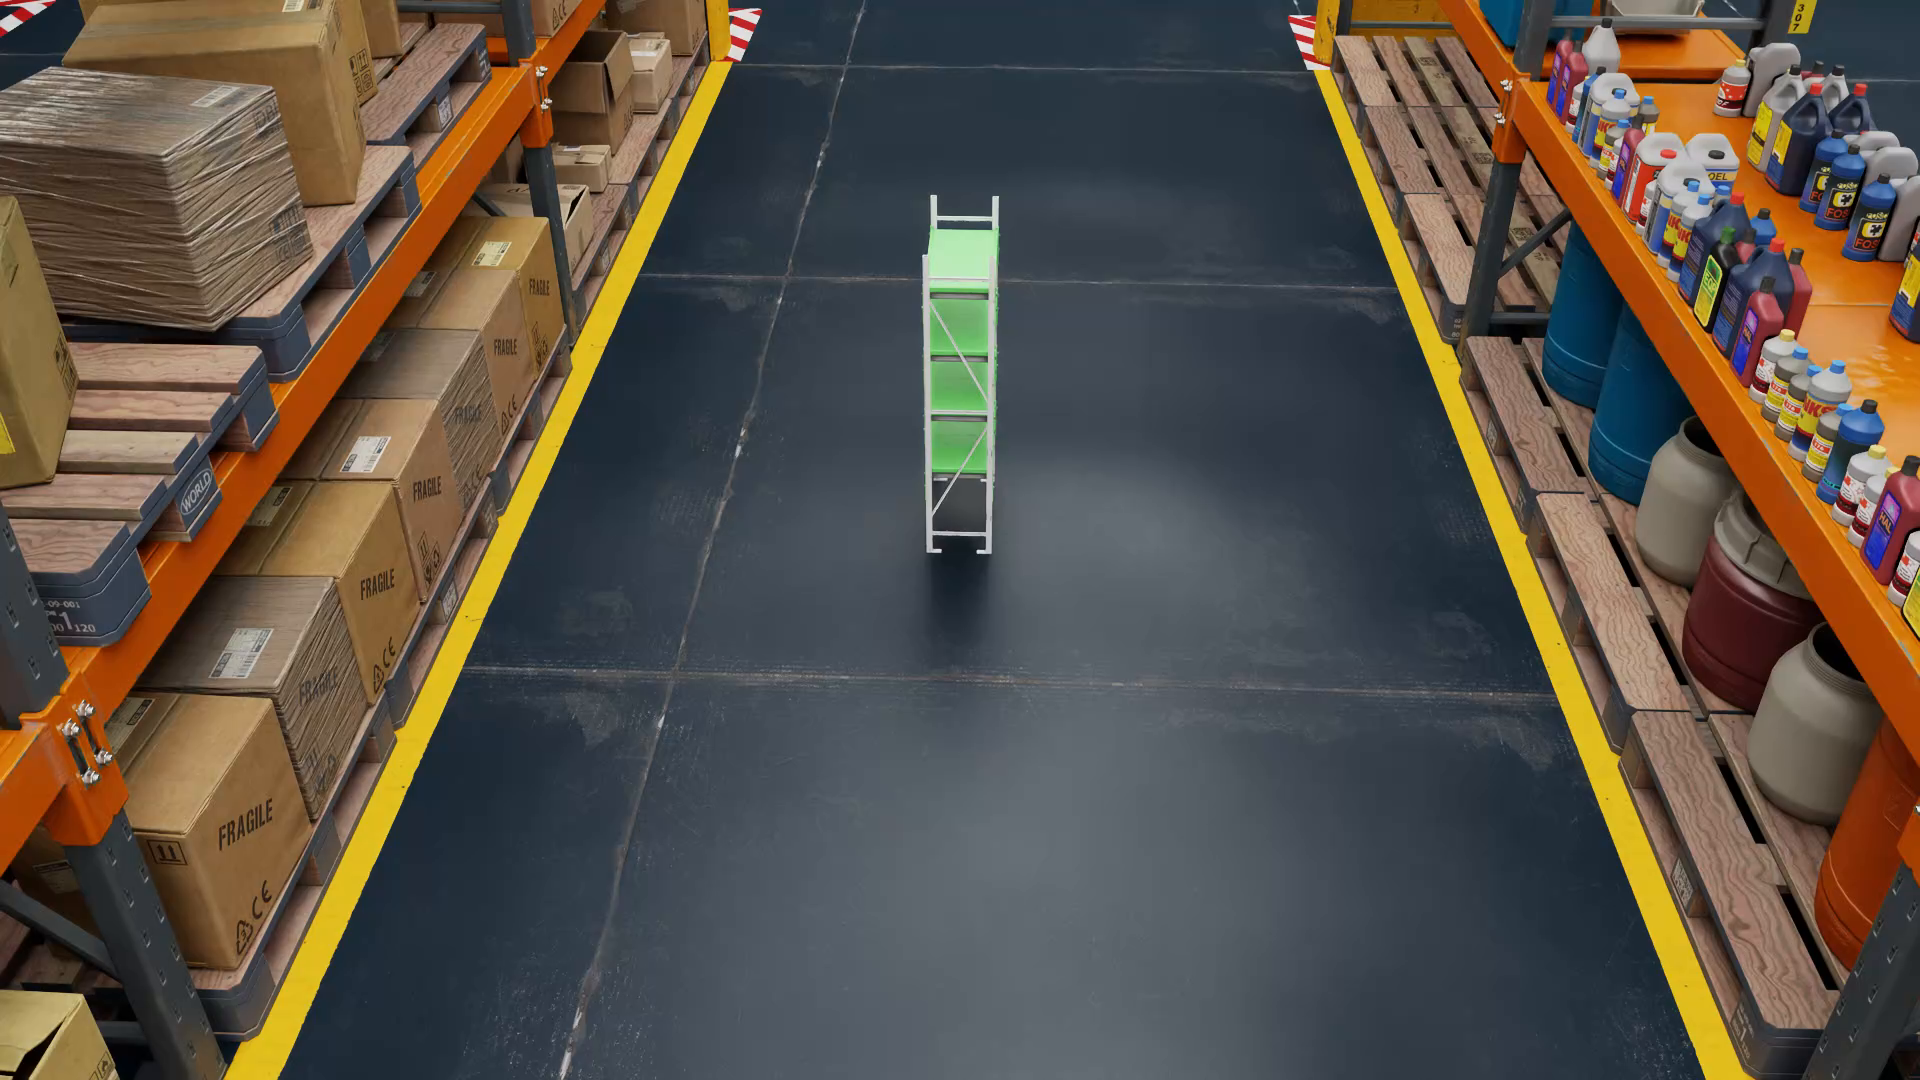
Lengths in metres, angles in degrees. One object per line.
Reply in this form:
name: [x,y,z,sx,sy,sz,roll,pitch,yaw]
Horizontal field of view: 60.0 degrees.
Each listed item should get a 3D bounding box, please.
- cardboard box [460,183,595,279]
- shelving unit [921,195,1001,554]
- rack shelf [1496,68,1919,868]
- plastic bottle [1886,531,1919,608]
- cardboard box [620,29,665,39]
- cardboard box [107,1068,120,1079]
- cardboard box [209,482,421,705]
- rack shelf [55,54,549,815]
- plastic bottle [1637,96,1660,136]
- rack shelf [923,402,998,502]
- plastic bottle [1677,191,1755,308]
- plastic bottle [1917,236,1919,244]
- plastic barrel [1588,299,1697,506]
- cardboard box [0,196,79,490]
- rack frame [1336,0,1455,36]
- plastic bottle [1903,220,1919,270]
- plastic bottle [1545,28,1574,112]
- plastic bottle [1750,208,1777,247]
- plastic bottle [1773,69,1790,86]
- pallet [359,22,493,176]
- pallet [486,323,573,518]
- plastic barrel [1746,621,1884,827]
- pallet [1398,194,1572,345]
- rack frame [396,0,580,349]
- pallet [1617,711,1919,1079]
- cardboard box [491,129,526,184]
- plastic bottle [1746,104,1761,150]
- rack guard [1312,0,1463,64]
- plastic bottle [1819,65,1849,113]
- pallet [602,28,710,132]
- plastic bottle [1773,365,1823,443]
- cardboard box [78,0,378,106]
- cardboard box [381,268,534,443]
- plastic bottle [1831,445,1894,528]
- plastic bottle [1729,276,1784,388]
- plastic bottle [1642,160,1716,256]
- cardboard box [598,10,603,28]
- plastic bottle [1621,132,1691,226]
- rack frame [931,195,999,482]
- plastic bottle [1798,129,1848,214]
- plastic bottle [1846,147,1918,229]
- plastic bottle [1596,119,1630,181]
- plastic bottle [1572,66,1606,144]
cardboard box: [-2.001,-1.450,7.661,0.500,0.311,0.500,1,35,2]
shelving unit: [0.007,-0.586,6.040,0.258,1.200,0.503,1,35,2]
rack shelf: [2.635,-0.574,5.084,1.077,0.370,4.000,1,35,2]
plastic bottle: [2.167,0.054,3.738,0.097,0.201,0.097,0,35,0]
cardboard box: [-1.956,-2.904,9.855,0.380,0.166,0.250,1,35,2]
cardboard box: [-2.172,1.425,3.640,0.500,0.250,0.500,2,35,3]
cardboard box: [-2.051,0.163,5.201,0.500,0.500,0.500,1,35,1]
rack shelf: [-2.315,-0.691,5.250,1.077,0.370,4.000,1,35,2]
plastic bottle: [2.426,-1.477,5.915,0.097,0.201,0.097,0,35,0]
rack shelf: [0.007,-0.337,6.215,0.258,0.148,0.480,1,35,2]
plastic bottle: [2.251,-0.871,4.924,0.144,0.351,0.185,1,35,2]
plastic bottle: [2.929,-0.878,5.003,0.097,0.271,0.097,0,35,0]
plastic barrel: [2.648,-0.612,5.972,0.600,0.901,0.708,1,35,2]
cardboard box: [-2.482,-0.413,3.777,0.700,0.500,0.500,-10,36,-14]
rack frame: [2.876,-4.316,9.782,1.000,3.000,0.127,1,35,2]
plastic bottle: [2.995,-0.925,5.130,0.097,0.201,0.097,0,35,0]
plastic bottle: [2.274,-1.769,6.260,0.061,0.283,0.133,1,35,2]
plastic bottle: [2.373,-0.861,4.979,0.097,0.271,0.097,0,35,0]
plastic bottle: [3.045,-1.635,6.141,0.097,0.201,0.097,0,35,0]
pallet: [-2.376,-1.599,6.083,1.003,0.211,1.213,1,35,2]
pallet: [-2.229,-0.525,6.813,1.003,0.211,1.213,1,35,2]
plastic barrel: [2.490,0.519,4.702,0.421,0.512,0.421,0,35,0]
pallet: [2.706,-1.300,7.916,1.003,0.211,1.213,1,35,2]
rack frame: [-2.234,-2.134,6.678,1.000,3.000,0.127,1,35,2]
pallet: [2.544,0.968,4.690,1.003,0.211,1.213,1,35,2]
cardboard box: [-2.465,-1.979,8.413,0.500,0.311,0.500,1,35,2]
plastic bottle: [2.882,-1.485,5.927,0.097,0.201,0.097,0,35,0]
rack guard: [2.863,-3.307,10.521,1.175,0.500,0.348,1,35,2]
plastic bottle: [3.005,-1.462,5.764,0.144,0.351,0.185,1,35,2]
pallet: [-2.108,-2.789,10.036,1.003,0.211,1.213,1,35,2]
plastic bottle: [2.196,-0.358,4.324,0.097,0.201,0.097,0,35,0]
cardboard box: [-2.441,-1.683,5.584,0.700,0.500,0.500,7,36,9]
cardboard box: [-1.996,-0.717,6.453,0.500,0.500,0.500,1,35,2]
plastic bottle: [2.180,-0.135,4.006,0.097,0.201,0.097,0,35,0]
plastic bottle: [2.190,-0.571,4.555,0.061,0.283,0.133,1,35,2]
plastic bottle: [2.269,-1.044,5.235,0.152,0.276,0.135,1,35,2]
cardboard box: [-2.434,-3.213,10.310,0.380,0.149,0.250,1,35,2]
plastic bottle: [2.278,-1.178,5.425,0.152,0.276,0.135,1,35,2]
rack frame: [0.016,-0.726,6.240,0.240,1.200,0.015,1,35,2]
plastic bottle: [2.862,-1.224,5.494,0.097,0.271,0.097,0,35,0]
plastic bottle: [2.982,-1.156,5.394,0.152,0.276,0.135,1,35,2]
plastic bottle: [2.265,-1.347,5.731,0.097,0.201,0.097,0,35,0]
plastic bottle: [2.278,-1.565,5.980,0.097,0.271,0.097,0,35,0]
